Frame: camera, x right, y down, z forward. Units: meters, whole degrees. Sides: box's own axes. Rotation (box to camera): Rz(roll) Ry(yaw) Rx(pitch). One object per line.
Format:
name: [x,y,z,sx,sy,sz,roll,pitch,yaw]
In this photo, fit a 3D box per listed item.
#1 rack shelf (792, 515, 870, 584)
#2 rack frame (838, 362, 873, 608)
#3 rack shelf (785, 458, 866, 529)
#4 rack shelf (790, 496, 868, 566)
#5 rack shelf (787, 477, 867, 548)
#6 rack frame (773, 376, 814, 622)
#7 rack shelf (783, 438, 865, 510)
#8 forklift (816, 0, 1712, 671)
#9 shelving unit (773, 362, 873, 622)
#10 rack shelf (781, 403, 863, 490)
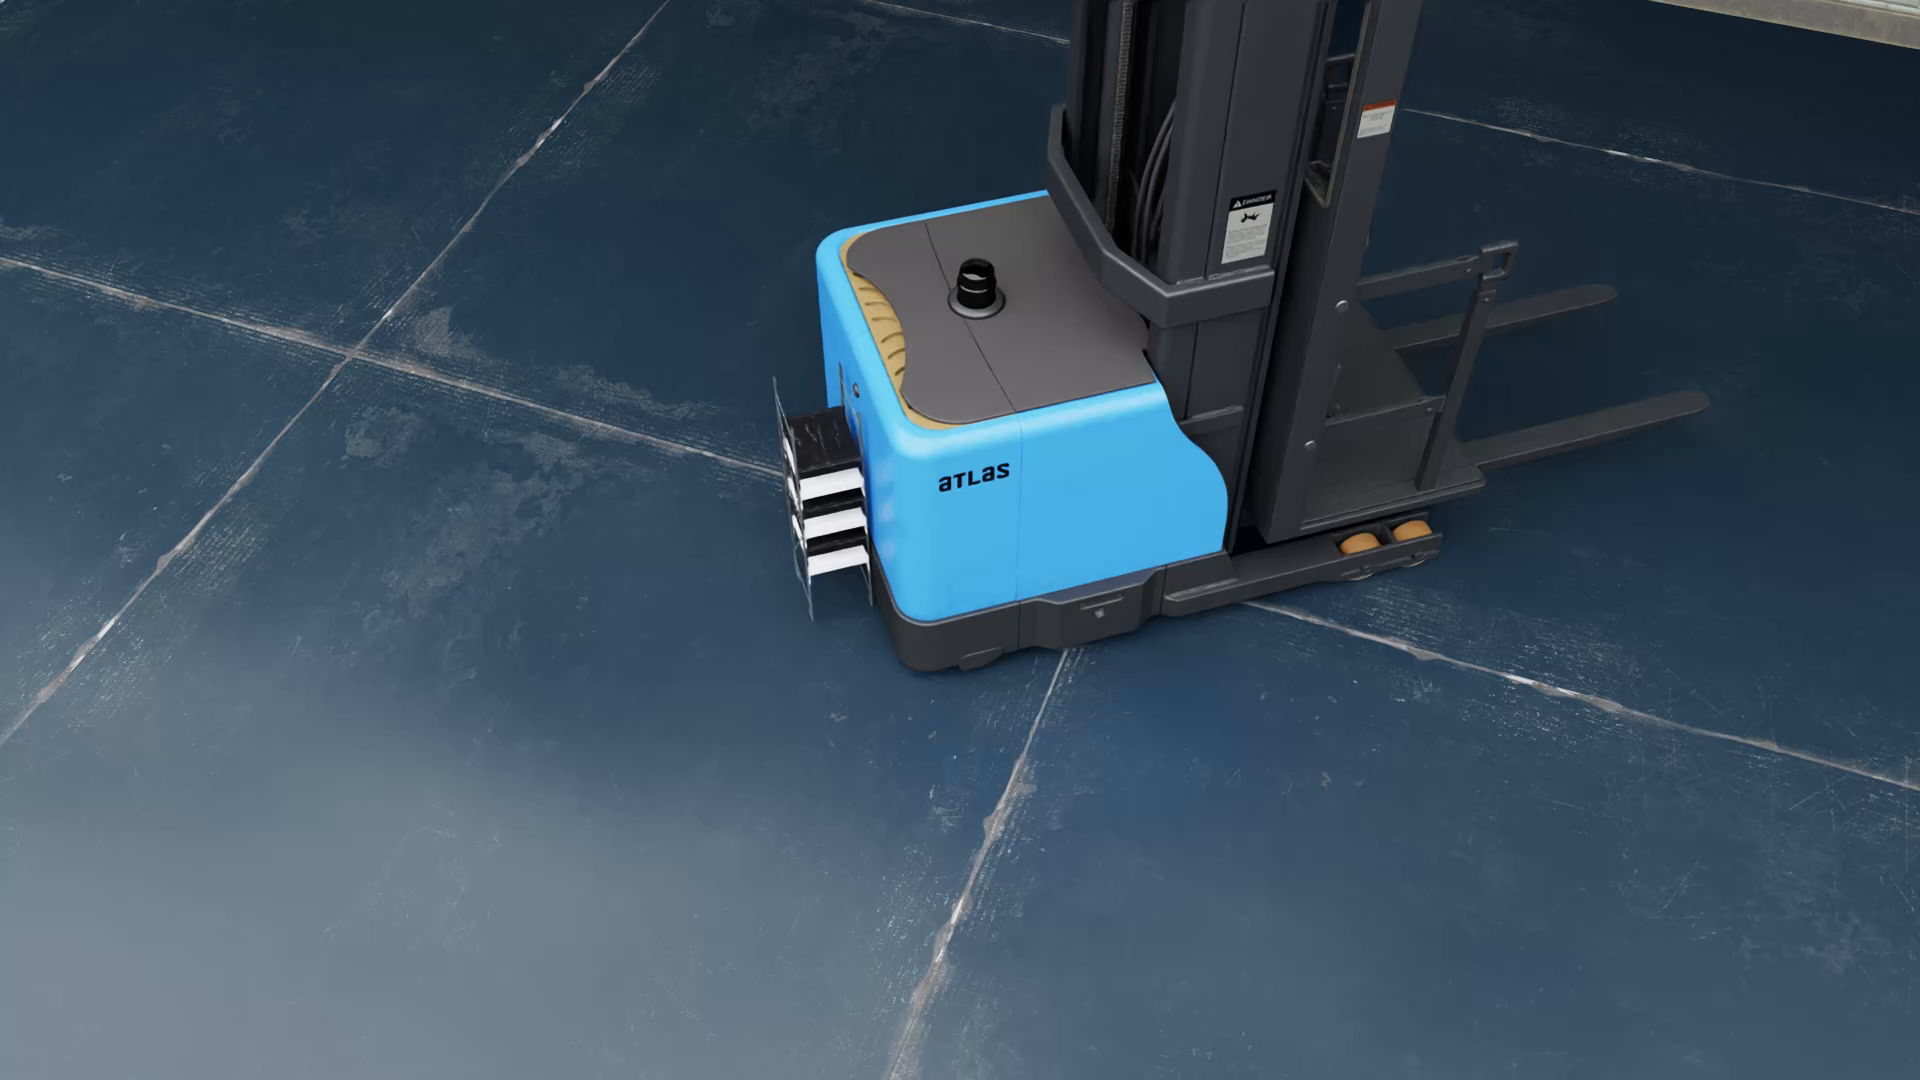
rack shelf: [-0.426,0.007,5.431,0.200,0.077,0.258,-13,50,-11]
rack frame: [-0.329,-0.156,5.290,0.006,0.900,0.240,-13,50,-11]
rack shelf: [-0.426,-0.170,5.227,0.200,0.077,0.258,-13,50,-11]
rack shelf: [-0.426,-0.052,5.363,0.200,0.077,0.258,-13,50,-11]
rack shelf: [-0.426,-0.111,5.295,0.200,0.077,0.258,-13,50,-11]
rack frame: [-0.523,-0.110,5.250,0.006,0.900,0.240,-13,50,-11]
rack shelf: [-0.426,-0.229,5.159,0.200,0.077,0.258,-13,50,-11]
forklift: [1.114,-1.194,4.845,3.031,2.935,1.130,-13,50,-11]
shelving unit: [-0.426,-0.133,5.270,0.210,0.900,0.258,-13,50,-11]
rack shelf: [-0.426,-0.288,5.091,0.200,0.077,0.258,-13,50,-11]
